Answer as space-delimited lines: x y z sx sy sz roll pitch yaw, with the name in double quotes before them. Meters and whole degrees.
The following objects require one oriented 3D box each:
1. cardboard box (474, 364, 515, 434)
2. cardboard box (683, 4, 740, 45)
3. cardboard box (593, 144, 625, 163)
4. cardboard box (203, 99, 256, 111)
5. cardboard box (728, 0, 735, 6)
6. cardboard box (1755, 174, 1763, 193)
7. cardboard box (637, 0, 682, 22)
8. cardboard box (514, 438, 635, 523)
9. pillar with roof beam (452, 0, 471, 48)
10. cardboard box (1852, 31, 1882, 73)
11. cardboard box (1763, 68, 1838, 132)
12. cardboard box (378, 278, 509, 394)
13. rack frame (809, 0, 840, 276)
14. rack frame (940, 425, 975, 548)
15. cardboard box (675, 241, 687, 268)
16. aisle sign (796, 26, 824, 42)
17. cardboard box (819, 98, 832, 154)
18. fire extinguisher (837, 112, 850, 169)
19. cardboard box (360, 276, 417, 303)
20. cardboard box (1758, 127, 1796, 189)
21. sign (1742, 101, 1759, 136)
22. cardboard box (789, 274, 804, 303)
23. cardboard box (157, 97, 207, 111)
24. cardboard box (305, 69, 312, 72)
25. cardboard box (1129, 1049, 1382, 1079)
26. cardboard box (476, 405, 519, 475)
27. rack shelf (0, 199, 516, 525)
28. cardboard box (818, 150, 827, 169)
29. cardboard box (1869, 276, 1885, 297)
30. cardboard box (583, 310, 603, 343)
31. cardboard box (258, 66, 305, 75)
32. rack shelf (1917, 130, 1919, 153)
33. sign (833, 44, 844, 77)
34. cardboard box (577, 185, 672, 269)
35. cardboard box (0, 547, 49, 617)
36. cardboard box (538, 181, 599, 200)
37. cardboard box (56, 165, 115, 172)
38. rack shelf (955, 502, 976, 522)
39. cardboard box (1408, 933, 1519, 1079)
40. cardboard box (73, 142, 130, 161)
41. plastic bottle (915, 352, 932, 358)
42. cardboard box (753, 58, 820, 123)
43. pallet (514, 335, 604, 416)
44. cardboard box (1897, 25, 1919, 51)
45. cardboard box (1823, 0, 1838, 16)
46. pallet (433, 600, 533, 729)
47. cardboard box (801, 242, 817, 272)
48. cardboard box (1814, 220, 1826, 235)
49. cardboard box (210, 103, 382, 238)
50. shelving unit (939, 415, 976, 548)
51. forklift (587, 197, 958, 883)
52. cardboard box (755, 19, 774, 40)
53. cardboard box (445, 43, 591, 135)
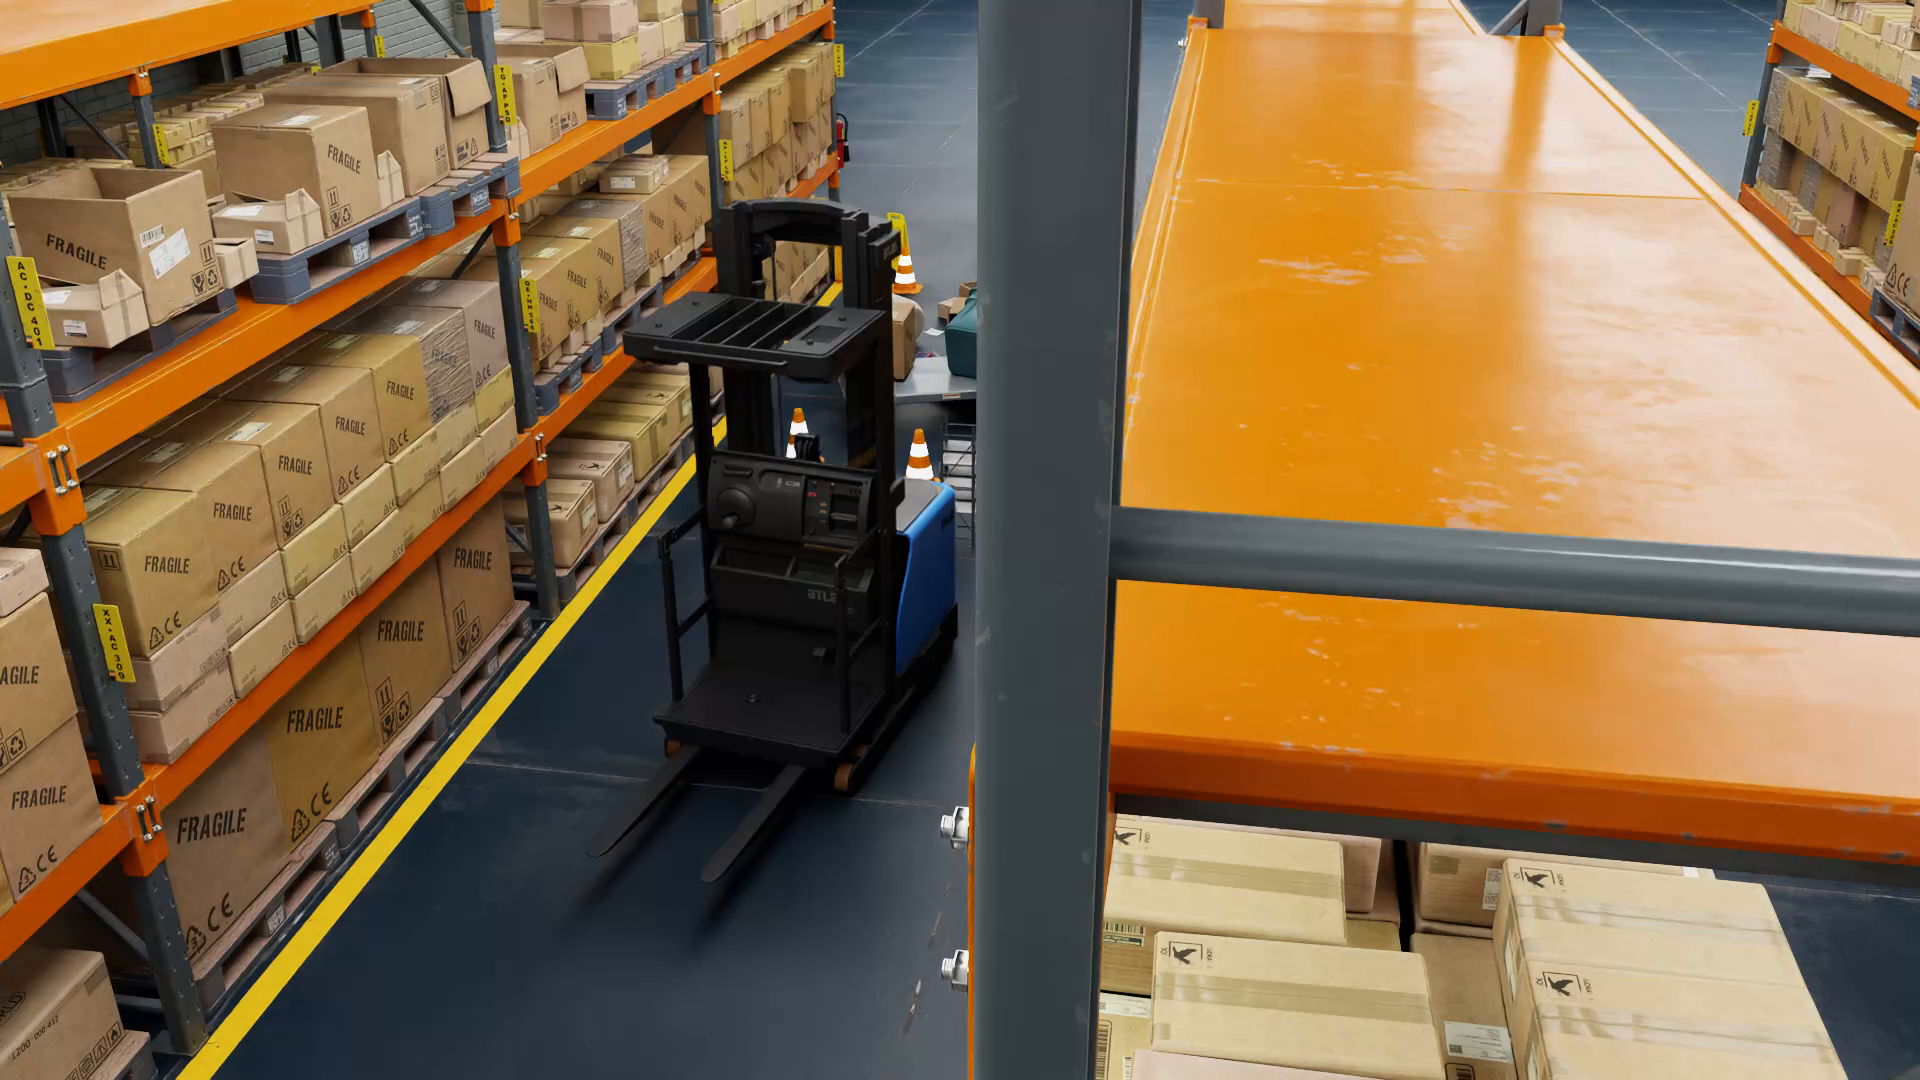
"cardboard box" -2.908 -0.831 9.573 0.500 0.250 0.500 4 25 8
"cardboard box" -2.084 -4.156 13.378 0.500 0.250 0.500 3 25 7
"cardboard box" -2.852 -3.057 13.013 0.380 0.149 0.250 4 25 8
"cardboard box" -6.847 -4.038 15.605 0.380 0.149 0.250 4 25 8
"cardboard box" -2.039 -4.391 13.410 0.380 0.149 0.250 5 26 10
"cardboard box" 7.723 -3.335 15.633 0.380 0.149 0.250 4 25 9
"cardboard box" -2.395 -4.021 12.356 0.500 0.250 0.500 5 25 10
"cardboard box" -2.865 -0.437 11.750 0.950 0.372 0.625 4 25 8
"pillar with roof beam" -2.445 -9.280 20.961 9.100 9.000 0.400 4 25 9
"cardboard box" 7.341 -3.809 12.988 0.500 0.250 0.500 4 25 8
"cardboard box" 7.646 -3.973 15.052 0.500 0.500 0.500 4 25 9
"cardboard box" -2.906 -1.156 9.384 0.500 0.500 0.500 3 25 7
"rack frame" -1.772 -4.238 17.266 1.000 3.000 0.127 4 25 9
"rack frame" -0.018 -0.362 11.461 0.240 0.900 0.006 4 25 9
"cardboard box" -2.305 -2.188 12.687 0.380 0.149 0.250 4 25 8
"aisle sign" -1.476 -5.421 16.727 0.394 0.787 0.004 4 25 9
"cardboard box" -1.589 -4.172 16.656 0.500 0.500 0.500 4 25 8
"fire extinguisher" -1.299 -4.219 17.317 0.296 0.674 0.183 4 25 9
"cardboard box" -3.402 -1.201 9.480 0.500 0.500 0.500 3 25 7
"cardboard box" 7.887 -3.503 15.228 0.875 0.500 0.500 4 25 9
"sign" 7.469 -3.981 15.696 0.100 0.325 0.005 4 25 9
"cardboard box" -1.812 -2.391 16.068 0.500 0.250 0.500 3 25 7
"cardboard box" -7.329 -4.069 15.671 0.380 0.149 0.250 4 25 8
"cardboard box" -6.530 -4.785 17.200 0.380 0.149 0.250 4 25 9
"cardboard box" 0.393 0.799 2.082 0.380 0.149 0.250 4 25 9
"cardboard box" -2.906 -0.595 9.660 0.500 0.250 0.500 3 25 7
"rack shelf" -3.407 -1.089 7.848 1.077 0.370 4.000 4 25 9
"cardboard box" -1.554 -3.840 16.711 0.380 0.149 0.250 4 25 8
"cardboard box" 7.096 -1.875 12.514 0.380 0.149 0.250 4 25 9
"cardboard box" -2.608 -1.433 11.073 0.380 0.149 0.250 4 25 9
"cardboard box" -7.041 -4.822 17.279 0.380 0.149 0.250 5 26 10
"rack shelf" 7.024 -2.075 9.955 1.077 0.370 4.000 4 25 9
"sign" -1.228 -4.859 16.854 0.100 0.325 0.005 4 25 9
"cardboard box" -2.445 -2.303 12.169 0.500 0.500 0.500 5 26 10
"cardboard box" -3.470 0.140 5.851 0.380 0.149 0.250 4 25 7
"cardboard box" -2.961 -2.344 12.255 0.500 0.500 0.500 4 25 8
"cardboard box" -7.185 -2.979 13.693 0.380 0.149 0.250 4 25 8
"rack shelf" -0.001 -0.211 11.642 0.258 0.077 0.200 4 25 9
"cardboard box" 0.925 0.853 2.438 0.500 0.250 0.500 4 25 8
"cardboard box" -7.525 -3.399 14.590 0.380 0.149 0.250 4 25 8
"plastic bottle" -0.365 -1.644 15.191 0.133 0.061 0.283 8 26 18
"cardboard box" -1.713 -4.211 15.559 0.700 0.500 0.500 4 25 8
"pallet" -3.069 -1.111 10.811 1.213 0.211 1.003 4 25 9
"cardboard box" 7.208 -3.722 12.332 0.380 0.149 0.250 3 25 6
"cardboard box" 7.515 -4.497 13.988 0.380 0.149 0.250 4 25 8
"pallet" -3.283 0.695 10.016 1.003 0.211 1.213 4 25 9
"cardboard box" -1.728 -2.951 16.380 0.500 0.500 0.500 5 26 10
"cardboard box" 7.472 -2.601 14.064 0.380 0.149 0.250 4 25 9
"cardboard box" -3.082 -1.729 7.754 0.500 0.500 0.500 4 25 9
"shelving unit" -0.001 -0.404 11.552 0.258 0.900 0.210 4 25 9
"forklift" -0.980 -0.172 8.659 1.130 2.935 3.031 8 26 17
"cardboard box" -1.836 -4.456 14.491 0.380 0.149 0.250 4 25 7
"cardboard box" -2.859 -2.938 10.827 0.797 0.503 0.637 4 25 9
